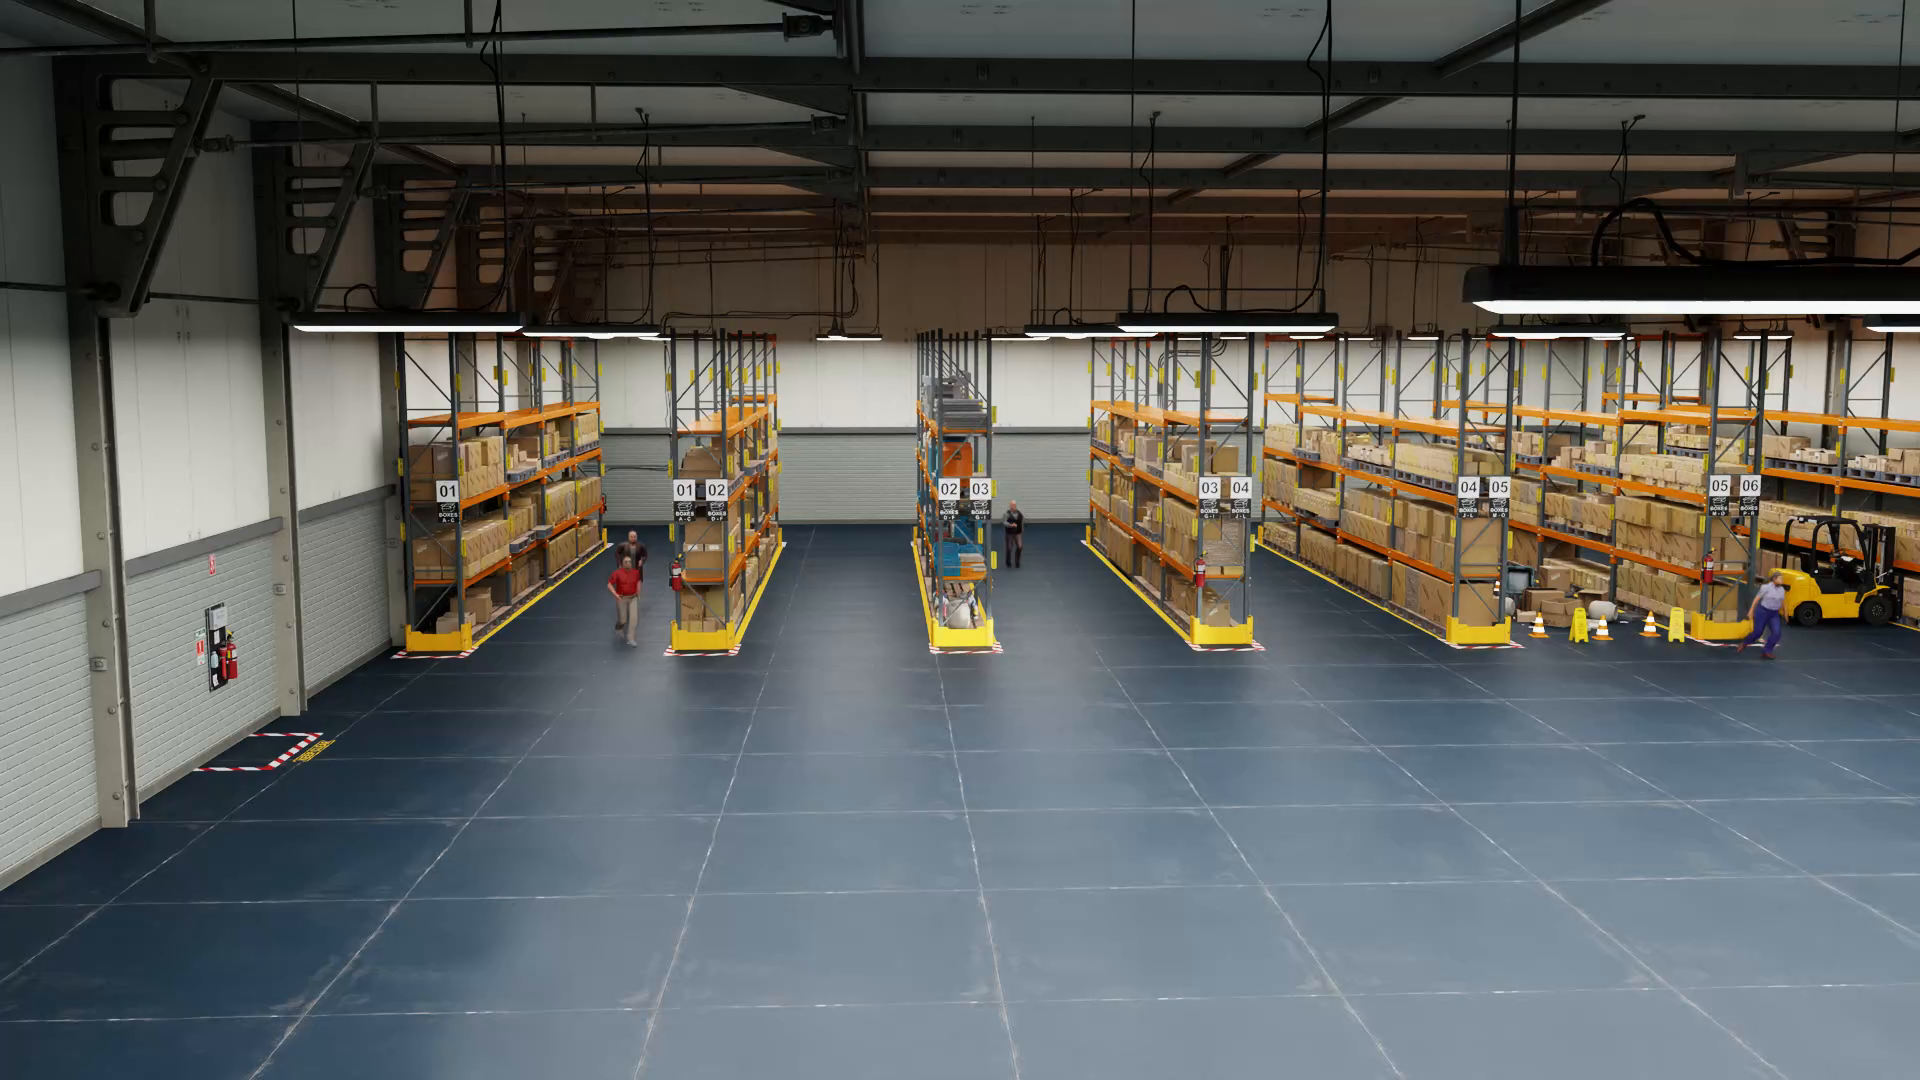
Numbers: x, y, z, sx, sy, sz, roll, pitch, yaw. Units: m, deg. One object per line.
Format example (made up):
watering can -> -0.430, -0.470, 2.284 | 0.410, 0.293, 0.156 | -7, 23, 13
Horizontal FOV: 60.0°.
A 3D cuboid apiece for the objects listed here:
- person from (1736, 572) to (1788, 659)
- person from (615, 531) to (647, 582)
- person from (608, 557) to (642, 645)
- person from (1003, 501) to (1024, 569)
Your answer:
person -> 14.723, 1.349, 30.475 | 0.670, 1.590, 0.659 | -2, 7, -16
person -> -6.991, 0.699, 35.437 | 0.652, 1.782, 0.888 | -2, 7, -17
person -> -6.396, 1.144, 31.801 | 0.684, 1.688, 0.822 | -4, 8, -28
person -> 1.374, -0.125, 42.455 | 0.629, 1.754, 0.813 | -2, 7, -16
